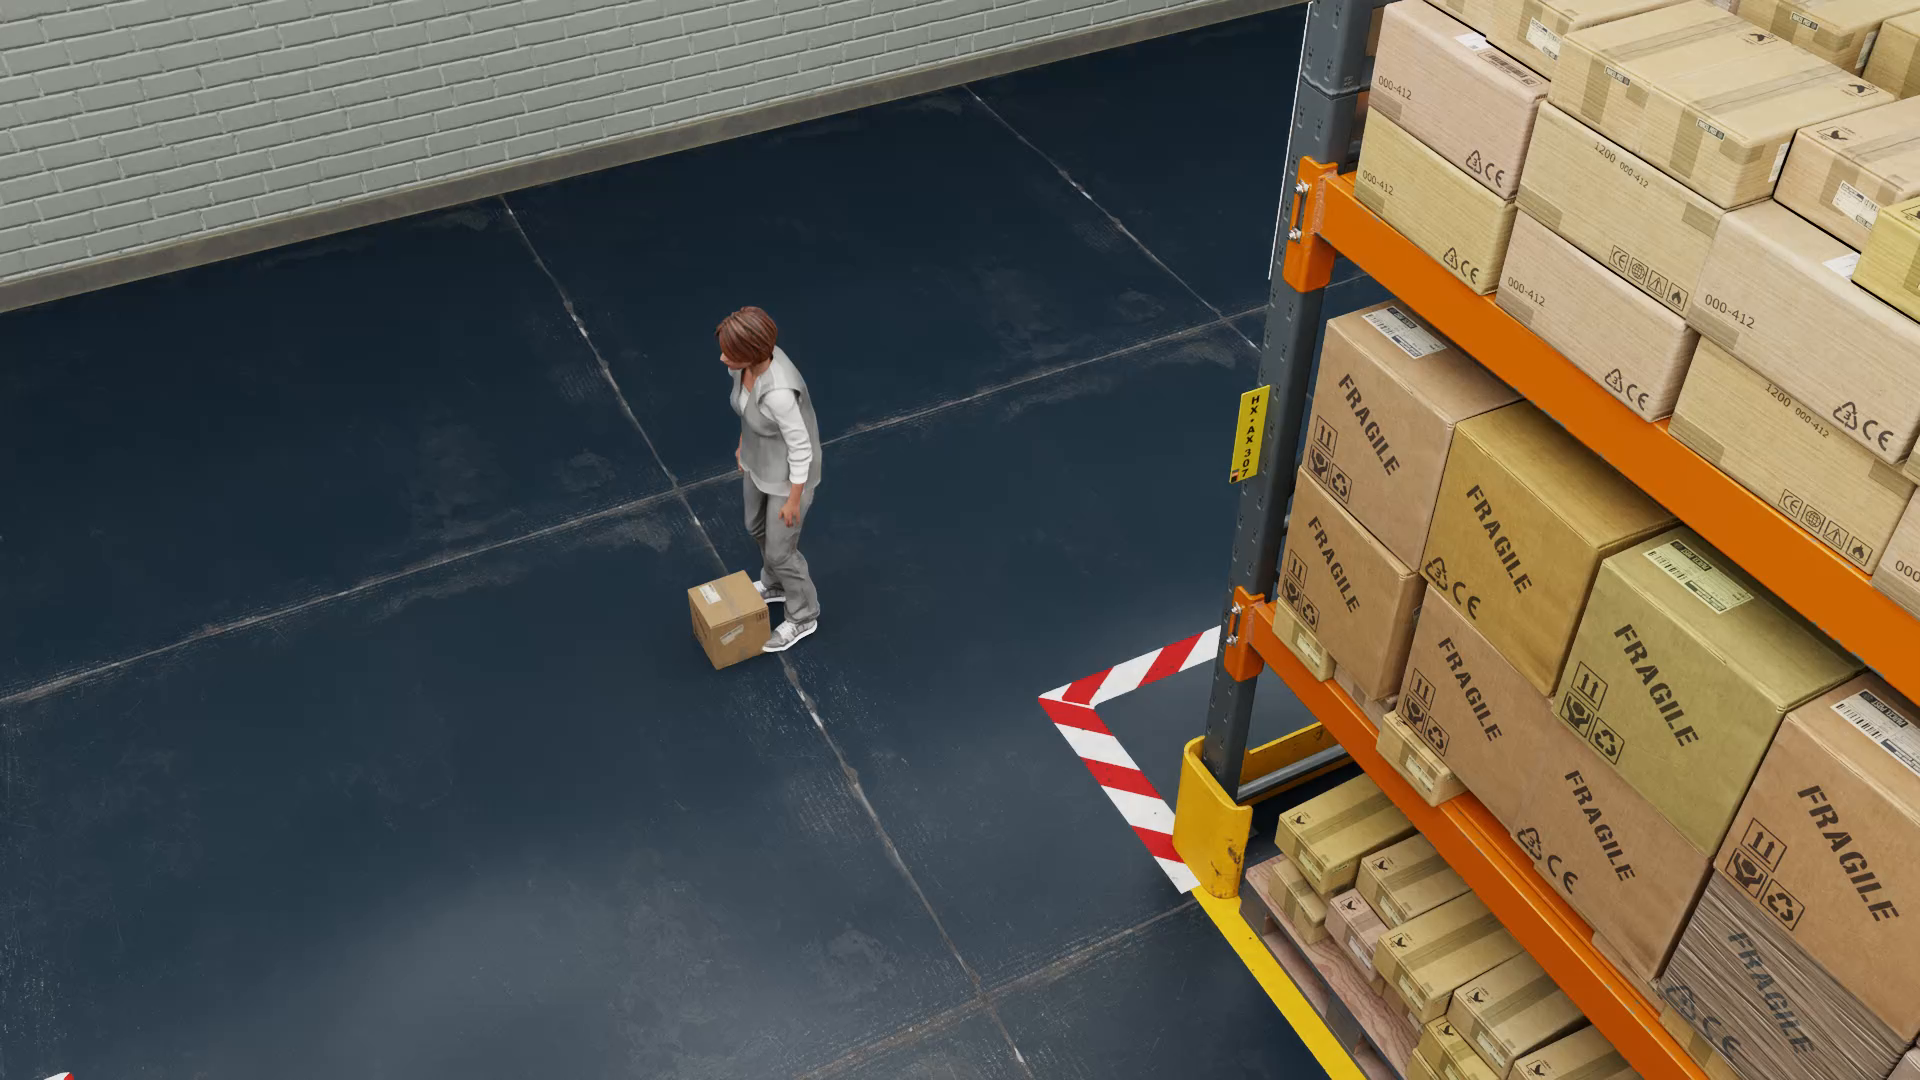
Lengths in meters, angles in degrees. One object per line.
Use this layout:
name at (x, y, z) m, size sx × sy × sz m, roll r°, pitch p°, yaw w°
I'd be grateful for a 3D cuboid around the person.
person at (-0.726, -0.252, 6.450) m, size 0.348 × 1.591 × 0.481 m, roll -22°, pitch 46°, yaw -23°
